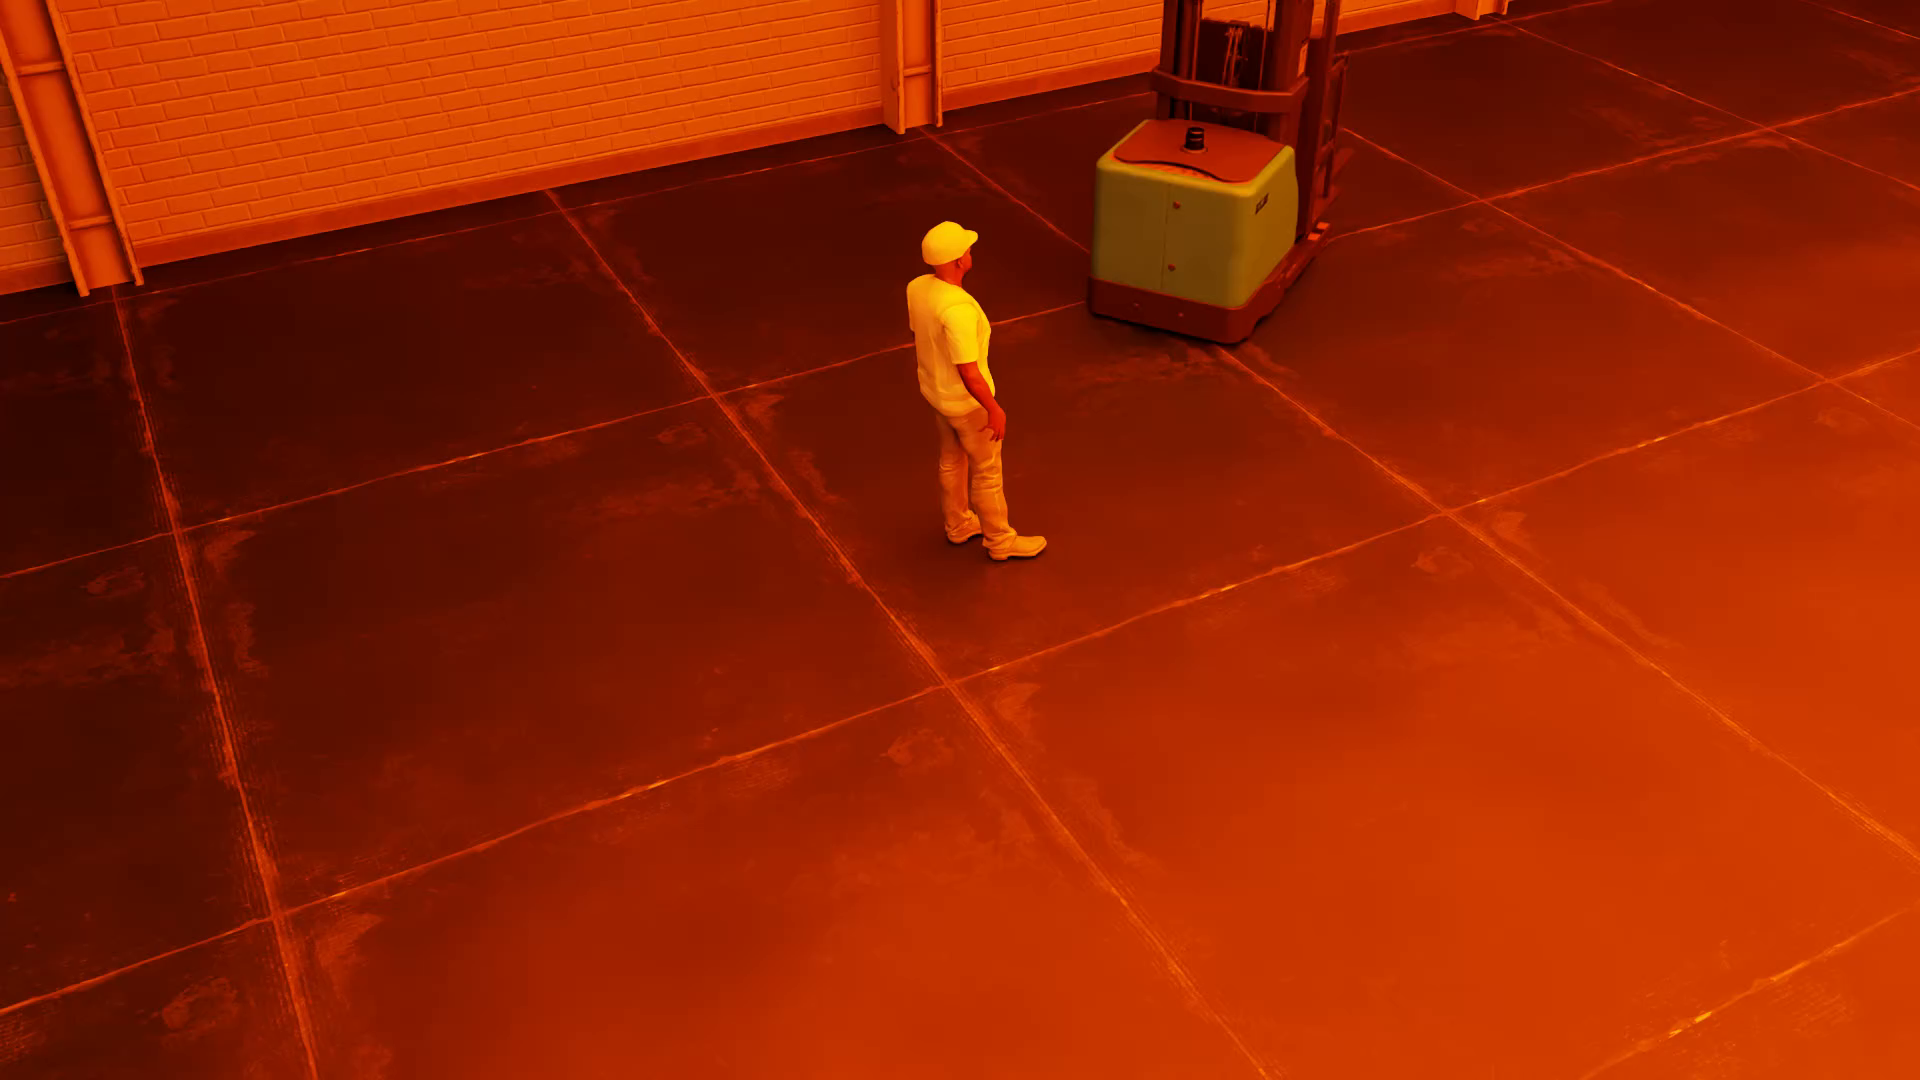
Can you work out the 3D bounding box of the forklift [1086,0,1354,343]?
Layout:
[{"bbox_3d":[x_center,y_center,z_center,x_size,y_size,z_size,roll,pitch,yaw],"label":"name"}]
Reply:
[{"bbox_3d":[1.939,-3.242,10.710,1.130,2.935,3.031,17,39,22],"label":"forklift"}]

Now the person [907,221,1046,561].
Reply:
[{"bbox_3d":[0.064,-0.743,8.170,0.577,1.765,0.665,-17,39,-23],"label":"person"}]
